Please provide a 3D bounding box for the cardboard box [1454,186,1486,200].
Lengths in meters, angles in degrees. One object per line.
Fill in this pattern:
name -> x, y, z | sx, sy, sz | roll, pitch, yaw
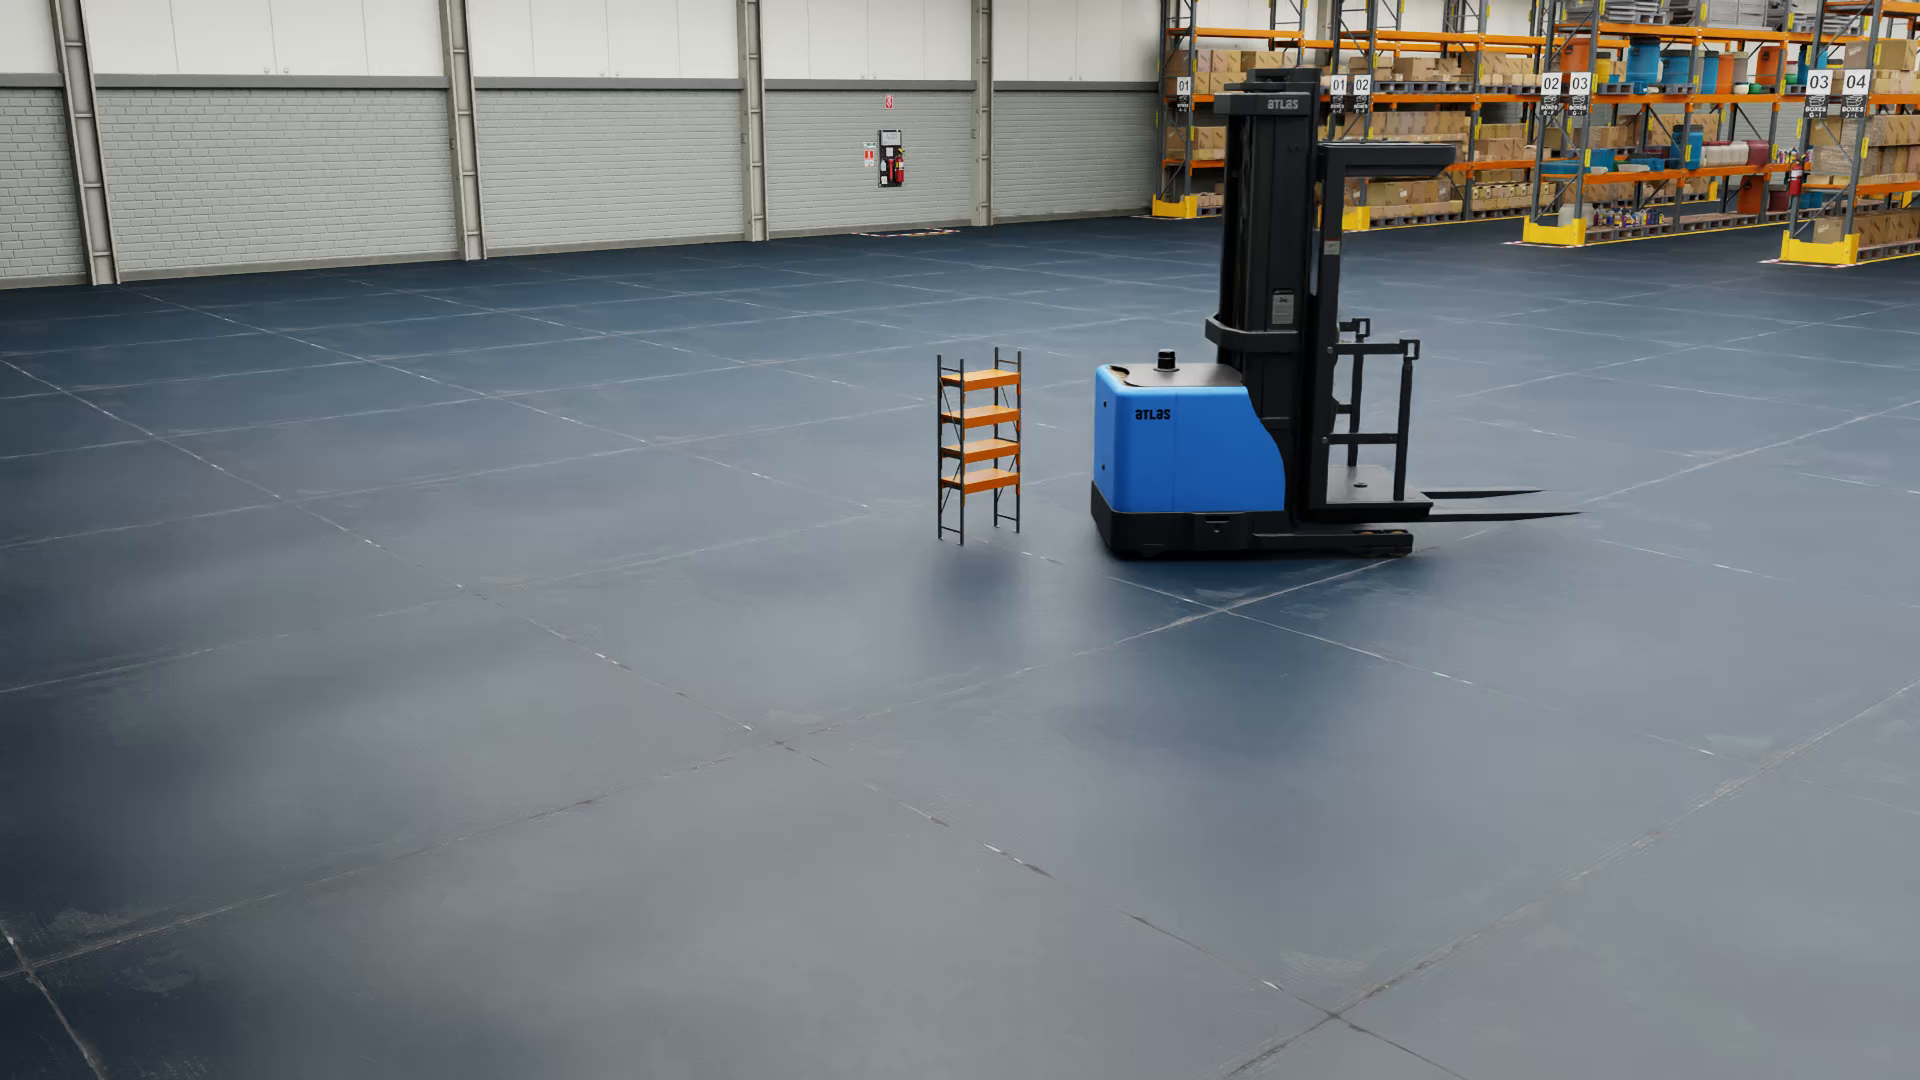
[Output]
cardboard box -> 11.794, -8.034, 38.443 | 0.500, 0.311, 0.500 | -13, 19, -39

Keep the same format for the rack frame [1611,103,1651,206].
rack frame -> 17.353, -10.223, 43.208 | 0.127, 3.000, 1.000 | -13, 19, -39

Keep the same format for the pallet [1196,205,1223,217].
pallet -> 5.739, -7.950, 40.103 | 1.213, 0.211, 1.003 | -13, 19, -39

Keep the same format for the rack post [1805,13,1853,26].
rack post -> 19.946, -11.983, 38.320 | 0.954, 0.300, 0.937 | -13, 20, -40

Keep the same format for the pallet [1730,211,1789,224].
pallet -> 18.152, -7.374, 37.949 | 1.213, 0.211, 1.003 | -13, 19, -39

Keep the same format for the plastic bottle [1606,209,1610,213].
plastic bottle -> 13.391, -6.695, 34.412 | 0.133, 0.283, 0.061 | -12, 19, -37

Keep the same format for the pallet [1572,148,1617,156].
pallet -> 15.800, -9.783, 41.933 | 1.213, 0.211, 1.003 | -13, 19, -39

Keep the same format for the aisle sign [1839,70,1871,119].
aisle sign -> 14.951, -7.448, 27.782 | 0.004, 0.787, 0.394 | -13, 19, -39

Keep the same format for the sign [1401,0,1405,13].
sign -> 11.445, -13.793, 42.985 | 0.005, 0.325, 0.100 | -13, 19, -39

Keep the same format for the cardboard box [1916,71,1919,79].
cardboard box -> 16.772, -8.172, 29.237 | 0.250, 0.149, 0.380 | -12, 19, -37

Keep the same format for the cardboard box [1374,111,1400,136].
cardboard box -> 9.094, -9.041, 36.075 | 0.500, 0.500, 0.700 | -13, 20, -41

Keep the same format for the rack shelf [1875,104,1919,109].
rack shelf -> 22.111, -10.698, 40.570 | 4.000, 0.370, 1.077 | -13, 19, -39

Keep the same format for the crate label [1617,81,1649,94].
crate label -> 13.178, -8.855, 32.564 | 0.408, 0.251, 0.502 | -13, 19, -39

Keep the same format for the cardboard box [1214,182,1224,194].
cardboard box -> 6.643, -8.469, 40.635 | 0.500, 0.500, 0.700 | -14, 21, -43

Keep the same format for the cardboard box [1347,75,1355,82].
cardboard box -> 10.042, -11.816, 43.122 | 0.637, 0.503, 0.797 | -9, 18, -32

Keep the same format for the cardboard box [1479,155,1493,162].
cardboard box -> 12.121, -8.856, 38.580 | 0.250, 0.149, 0.380 | -13, 19, -39

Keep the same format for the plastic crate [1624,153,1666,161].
plastic crate -> 14.089, -7.808, 34.291 | 0.504, 0.338, 0.767 | -13, 19, -39

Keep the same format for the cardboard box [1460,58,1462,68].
cardboard box -> 14.472, -13.340, 46.898 | 0.500, 0.500, 0.500 | -13, 20, -40

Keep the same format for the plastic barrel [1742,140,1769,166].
plastic barrel -> 17.433, -8.508, 36.526 | 0.708, 0.536, 0.600 | -13, 19, -39

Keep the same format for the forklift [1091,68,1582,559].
forklift -> 2.413, -1.437, 10.451 | 3.031, 2.935, 1.130 | -1, 15, -4

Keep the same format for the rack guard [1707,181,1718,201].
rack guard -> 20.313, -9.680, 46.019 | 0.348, 0.500, 1.175 | -13, 19, -39

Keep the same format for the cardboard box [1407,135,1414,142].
cardboard box -> 9.708, -8.795, 36.411 | 0.250, 0.149, 0.380 | -13, 20, -40

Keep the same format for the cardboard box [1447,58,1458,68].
cardboard box -> 13.349, -13.135, 45.800 | 0.500, 0.250, 0.500 | -11, 18, -35

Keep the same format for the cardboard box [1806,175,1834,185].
cardboard box -> 14.880, -6.228, 28.739 | 0.250, 0.149, 0.380 | -13, 19, -39

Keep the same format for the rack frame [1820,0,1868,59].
rack frame -> 20.602, -12.156, 38.821 | 0.127, 3.000, 1.000 | -13, 19, -39

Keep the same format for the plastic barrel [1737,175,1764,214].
plastic barrel -> 17.942, -7.821, 37.607 | 0.708, 0.830, 0.600 | -13, 19, -39

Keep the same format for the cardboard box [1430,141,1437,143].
cardboard box -> 10.213, -8.664, 37.181 | 0.500, 0.500, 0.700 | -12, 19, -39

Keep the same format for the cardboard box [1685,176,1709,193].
cardboard box -> 20.122, -9.765, 45.486 | 0.500, 0.500, 0.500 | -13, 19, -39

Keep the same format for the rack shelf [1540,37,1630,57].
rack shelf -> 15.845, -12.241, 41.310 | 4.000, 0.370, 1.077 | -13, 19, -39

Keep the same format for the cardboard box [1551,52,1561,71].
cardboard box -> 14.669, -11.598, 40.414 | 0.500, 0.500, 0.500 | -13, 19, -39

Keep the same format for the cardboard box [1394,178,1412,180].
cardboard box -> 10.009, -7.917, 37.638 | 0.500, 0.500, 0.500 | -13, 19, -39

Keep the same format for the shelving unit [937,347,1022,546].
shelving unit -> 0.125, -0.608, 10.700 | 0.503, 1.200, 0.258 | -13, 19, -39

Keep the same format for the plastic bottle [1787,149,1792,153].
plastic bottle -> 19.404, -9.007, 38.898 | 0.135, 0.276, 0.152 | -13, 19, -39

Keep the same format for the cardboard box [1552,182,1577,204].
cardboard box -> 14.867, -8.571, 41.018 | 0.500, 0.500, 0.500 | -12, 19, -37

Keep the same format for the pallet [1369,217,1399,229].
pallet -> 8.850, -6.980, 36.473 | 1.213, 0.211, 1.003 | -13, 19, -39

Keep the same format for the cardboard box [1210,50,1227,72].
cardboard box -> 5.908, -11.237, 39.023 | 0.500, 0.500, 0.500 | -13, 20, -40

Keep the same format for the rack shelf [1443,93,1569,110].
rack shelf -> 12.827, -10.308, 39.109 | 4.000, 0.370, 1.077 | -13, 19, -39

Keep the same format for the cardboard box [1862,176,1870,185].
cardboard box -> 15.373, -6.180, 28.559 | 0.250, 0.149, 0.380 | -13, 19, -39

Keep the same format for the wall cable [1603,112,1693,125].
wall cable -> 21.618, -14.151, 52.306 | 0.112, 2.526, 3.097 | -13, 19, -39

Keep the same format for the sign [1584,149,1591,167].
sign -> 11.907, -7.251, 31.546 | 0.005, 0.325, 0.100 | -13, 19, -39

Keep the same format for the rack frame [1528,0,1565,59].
rack frame -> 17.116, -14.762, 48.579 | 0.127, 3.000, 1.000 | -13, 19, -39

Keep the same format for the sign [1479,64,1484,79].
sign -> 11.684, -10.497, 37.267 | 0.005, 0.325, 0.100 | -13, 19, -39

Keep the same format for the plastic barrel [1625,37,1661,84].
plastic barrel -> 13.746, -9.649, 33.463 | 0.708, 0.901, 0.600 | -13, 19, -39

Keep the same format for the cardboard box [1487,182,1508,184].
cardboard box -> 12.971, -8.482, 40.120 | 0.500, 0.311, 0.500 | -13, 20, -41

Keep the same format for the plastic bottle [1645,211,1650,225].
plastic bottle -> 14.030, -6.569, 33.942 | 0.133, 0.283, 0.061 | -11, 19, -36

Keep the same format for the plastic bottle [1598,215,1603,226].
plastic bottle -> 13.056, -6.522, 33.923 | 0.097, 0.201, 0.097 | 0, 15, 0

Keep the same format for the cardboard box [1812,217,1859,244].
cardboard box -> 15.283, -5.358, 29.028 | 0.500, 0.500, 0.500 | -9, 17, -29

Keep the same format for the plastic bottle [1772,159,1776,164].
plastic bottle -> 18.123, -8.530, 37.114 | 0.135, 0.276, 0.152 | -13, 19, -39

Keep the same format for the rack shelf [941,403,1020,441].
rack shelf -> 0.125, -0.759, 10.660 | 0.480, 0.148, 0.258 | -13, 19, -39

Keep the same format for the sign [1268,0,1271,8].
sign -> 7.695, -13.364, 41.228 | 0.005, 0.325, 0.100 | -13, 19, -39
